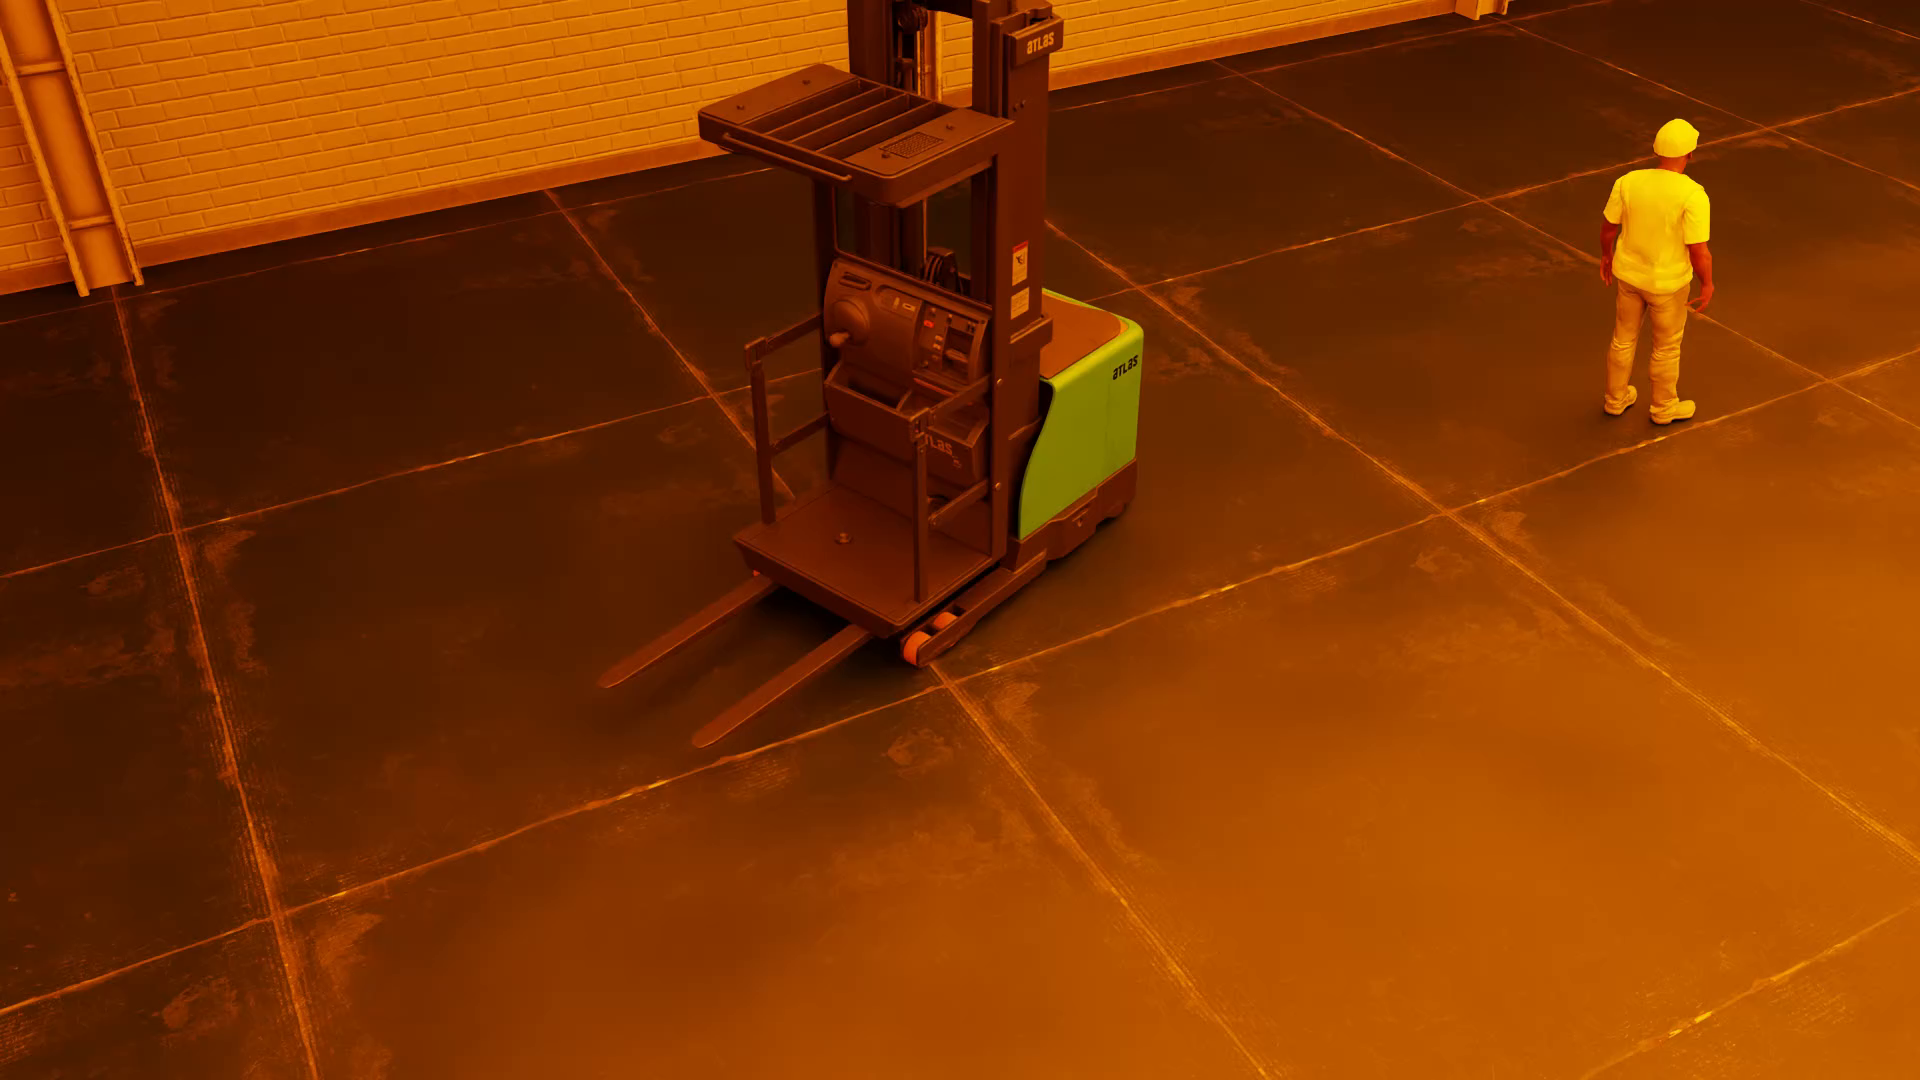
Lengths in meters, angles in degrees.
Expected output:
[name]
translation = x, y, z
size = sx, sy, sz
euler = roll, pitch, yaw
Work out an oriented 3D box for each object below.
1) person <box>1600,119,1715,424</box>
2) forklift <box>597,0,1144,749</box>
[person]
translation = 3.887, -1.493, 9.237
size = 0.577, 1.760, 0.665
euler = -26, 43, -31
[forklift]
translation = -0.390, -0.927, 7.434
size = 1.130, 2.935, 3.031
euler = 26, 43, 31
